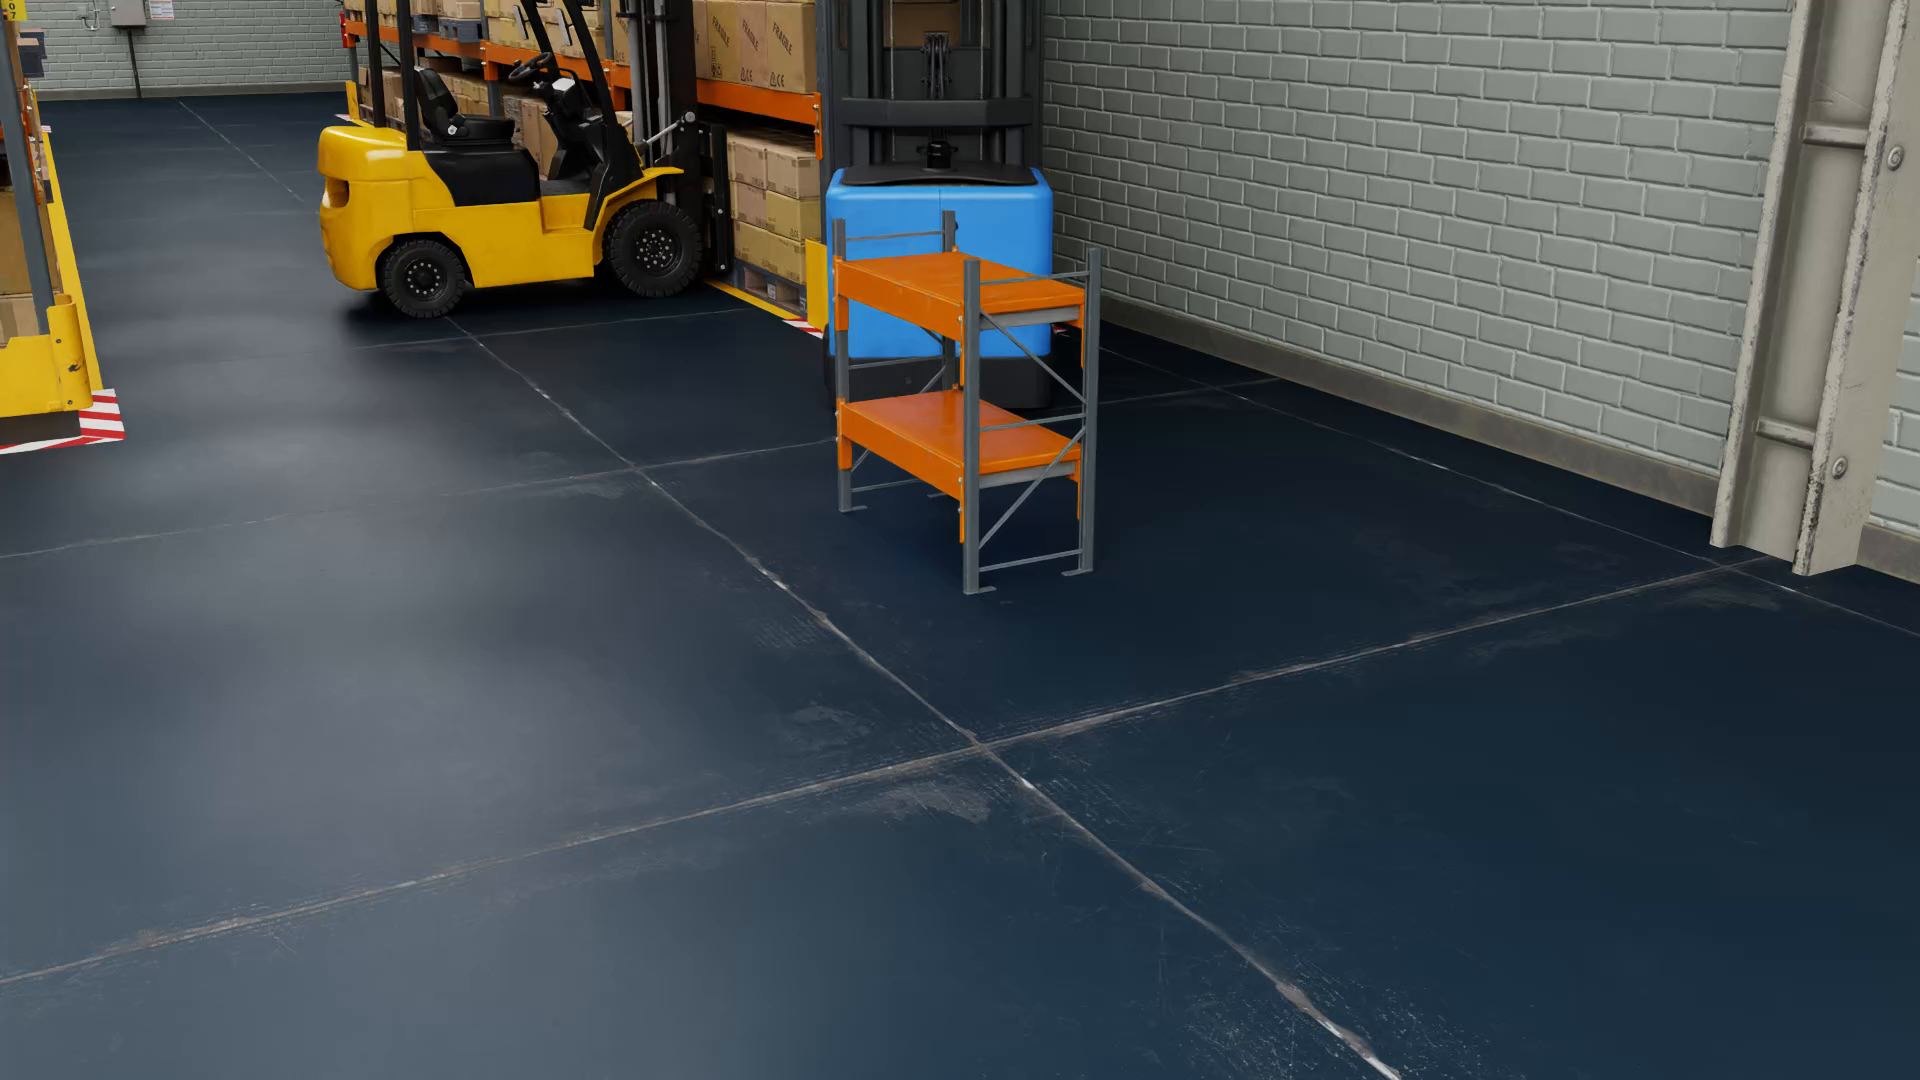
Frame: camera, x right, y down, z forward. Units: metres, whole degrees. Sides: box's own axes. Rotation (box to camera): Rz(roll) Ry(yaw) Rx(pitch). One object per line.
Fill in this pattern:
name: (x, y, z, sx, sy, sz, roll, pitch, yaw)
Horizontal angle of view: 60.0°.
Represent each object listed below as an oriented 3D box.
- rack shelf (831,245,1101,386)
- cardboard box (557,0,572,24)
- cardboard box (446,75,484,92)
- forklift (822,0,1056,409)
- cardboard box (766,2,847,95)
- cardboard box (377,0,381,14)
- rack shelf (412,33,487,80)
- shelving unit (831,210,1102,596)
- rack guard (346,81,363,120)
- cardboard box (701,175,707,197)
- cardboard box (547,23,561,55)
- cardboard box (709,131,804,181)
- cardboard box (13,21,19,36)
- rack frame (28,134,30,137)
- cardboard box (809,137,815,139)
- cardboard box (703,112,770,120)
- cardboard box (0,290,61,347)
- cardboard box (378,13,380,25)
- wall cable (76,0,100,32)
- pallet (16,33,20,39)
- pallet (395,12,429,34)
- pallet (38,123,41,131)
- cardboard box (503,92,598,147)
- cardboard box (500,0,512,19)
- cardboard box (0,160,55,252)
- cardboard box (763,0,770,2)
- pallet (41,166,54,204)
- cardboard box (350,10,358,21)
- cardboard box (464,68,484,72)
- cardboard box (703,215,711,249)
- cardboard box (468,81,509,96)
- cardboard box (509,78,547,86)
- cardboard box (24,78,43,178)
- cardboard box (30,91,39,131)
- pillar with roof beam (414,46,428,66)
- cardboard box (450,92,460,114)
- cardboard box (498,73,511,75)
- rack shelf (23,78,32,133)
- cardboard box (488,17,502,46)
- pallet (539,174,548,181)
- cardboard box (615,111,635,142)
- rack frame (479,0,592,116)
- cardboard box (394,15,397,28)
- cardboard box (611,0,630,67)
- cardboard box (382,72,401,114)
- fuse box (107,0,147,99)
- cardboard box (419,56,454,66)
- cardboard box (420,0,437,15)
rack shelf: (-0.003, -0.810, 5.858, 0.538, 0.278, 1.000, -10, 21, -27)
cardboard box: (-2.948, -4.317, 13.507, 0.500, 0.250, 0.500, -11, 22, -28)
cardboard box: (-5.427, -5.014, 18.258, 0.380, 0.149, 0.250, -9, 21, -25)
forklift: (-0.128, -2.414, 8.634, 1.130, 2.935, 3.031, -1, 19, -1)
cardboard box: (-0.805, -2.903, 9.793, 0.500, 0.500, 0.500, -11, 22, -28)
cardboard box: (-6.971, -6.665, 20.622, 0.500, 0.250, 0.500, -10, 21, -27)
rack shelf: (-5.089, -5.286, 17.954, 1.077, 0.370, 4.000, -10, 21, -27)
shelving unit: (-0.003, -0.534, 5.954, 0.538, 1.125, 1.048, -10, 21, -27)
rack guard: (-7.902, -6.145, 23.173, 1.175, 0.500, 0.348, -10, 21, -27)
cardboard box: (-1.573, -2.416, 11.341, 0.500, 0.250, 0.500, -10, 21, -27)
cardboard box: (-3.161, -4.228, 14.014, 0.500, 0.250, 0.500, -10, 21, -26)
cardboard box: (-1.329, -2.500, 10.815, 0.500, 0.250, 0.500, -10, 21, -26)
cardboard box: (-7.185, -3.799, 12.285, 0.380, 0.149, 0.250, -9, 21, -25)
rack frame: (-6.606, -3.134, 10.614, 1.000, 3.000, 0.127, -10, 21, -27)
cardboard box: (-0.642, -2.437, 10.634, 0.500, 0.250, 0.500, -10, 21, -27)
cardboard box: (-1.582, -3.021, 12.325, 0.500, 0.250, 0.500, -10, 22, -27)
cardboard box: (-4.846, -1.158, 8.462, 0.500, 0.250, 0.500, -10, 21, -27)
cardboard box: (-7.129, -6.579, 20.985, 0.380, 0.149, 0.250, -10, 21, -27)
wall cable: (-13.760, -8.897, 25.758, 0.588, 1.984, 0.122, -10, 21, -27)
pallet: (-7.529, -3.629, 12.345, 1.003, 0.211, 1.213, -10, 21, -27)
pallet: (-5.755, -5.863, 18.818, 1.003, 0.211, 1.213, -10, 21, -27)
pallet: (-11.280, -4.693, 19.408, 1.003, 0.211, 1.213, -10, 21, -27)
cardboard box: (-3.855, -3.947, 15.967, 0.875, 0.625, 0.625, -9, 21, -25)
cardboard box: (-3.906, -4.908, 15.220, 0.500, 0.250, 0.500, -9, 21, -25)
cardboard box: (-5.341, -1.814, 9.213, 0.500, 0.500, 0.500, -10, 21, -26)
cardboard box: (-0.968, -3.318, 10.001, 0.380, 0.149, 0.250, -10, 21, -26)
pallet: (-8.813, -3.202, 15.086, 1.003, 0.211, 1.213, -10, 21, -27)
cardboard box: (-8.023, -7.093, 22.473, 0.380, 0.149, 0.250, -10, 21, -27)
cardboard box: (-5.610, -5.463, 19.558, 0.380, 0.149, 0.250, -11, 22, -29)
cardboard box: (-1.565, -2.175, 11.407, 0.500, 0.250, 0.500, -9, 21, -25)
cardboard box: (-4.925, -4.717, 17.396, 0.380, 0.149, 0.250, -9, 21, -25)
cardboard box: (-4.617, -4.873, 17.848, 0.380, 0.149, 0.250, -10, 22, -28)
cardboard box: (-8.760, -3.687, 14.832, 0.875, 0.875, 0.875, -10, 22, -27)
cardboard box: (-11.034, -4.871, 18.934, 0.875, 0.438, 0.875, -11, 22, -28)
pillar with roof beam: (-12.213, -10.431, 22.565, 9.100, 9.000, 0.400, -10, 21, -27)
cardboard box: (-5.271, -4.598, 18.047, 0.500, 0.500, 0.500, -11, 22, -29)
cardboard box: (-5.129, -5.163, 18.688, 0.380, 0.149, 0.250, -9, 21, -25)
rack shelf: (-7.556, -3.368, 12.395, 1.077, 0.370, 4.000, -10, 21, -27)
cardboard box: (-4.143, -4.816, 15.719, 0.500, 0.250, 0.500, -10, 21, -26)
pallet: (-3.207, -3.142, 14.912, 1.003, 0.211, 1.213, -10, 21, -27)
cardboard box: (-2.286, -3.087, 12.519, 0.500, 0.250, 0.500, -10, 22, -27)
rack frame: (-4.139, -5.052, 16.173, 1.000, 3.000, 0.127, -10, 21, -27)
cardboard box: (-6.555, -6.205, 19.901, 0.380, 0.149, 0.250, -9, 21, -25)
cardboard box: (-2.258, -3.783, 12.343, 0.500, 0.500, 0.500, -11, 22, -28)
cardboard box: (-7.196, -5.756, 21.403, 0.500, 0.500, 0.500, -10, 21, -26)
fuse box: (-13.084, -7.868, 26.310, 0.539, 1.711, 0.414, -10, 21, -27)
cardboard box: (-6.049, -5.529, 19.295, 0.380, 0.149, 0.250, -10, 22, -28)
cardboard box: (-5.387, -5.898, 17.829, 0.700, 0.500, 0.500, -10, 21, -27)
